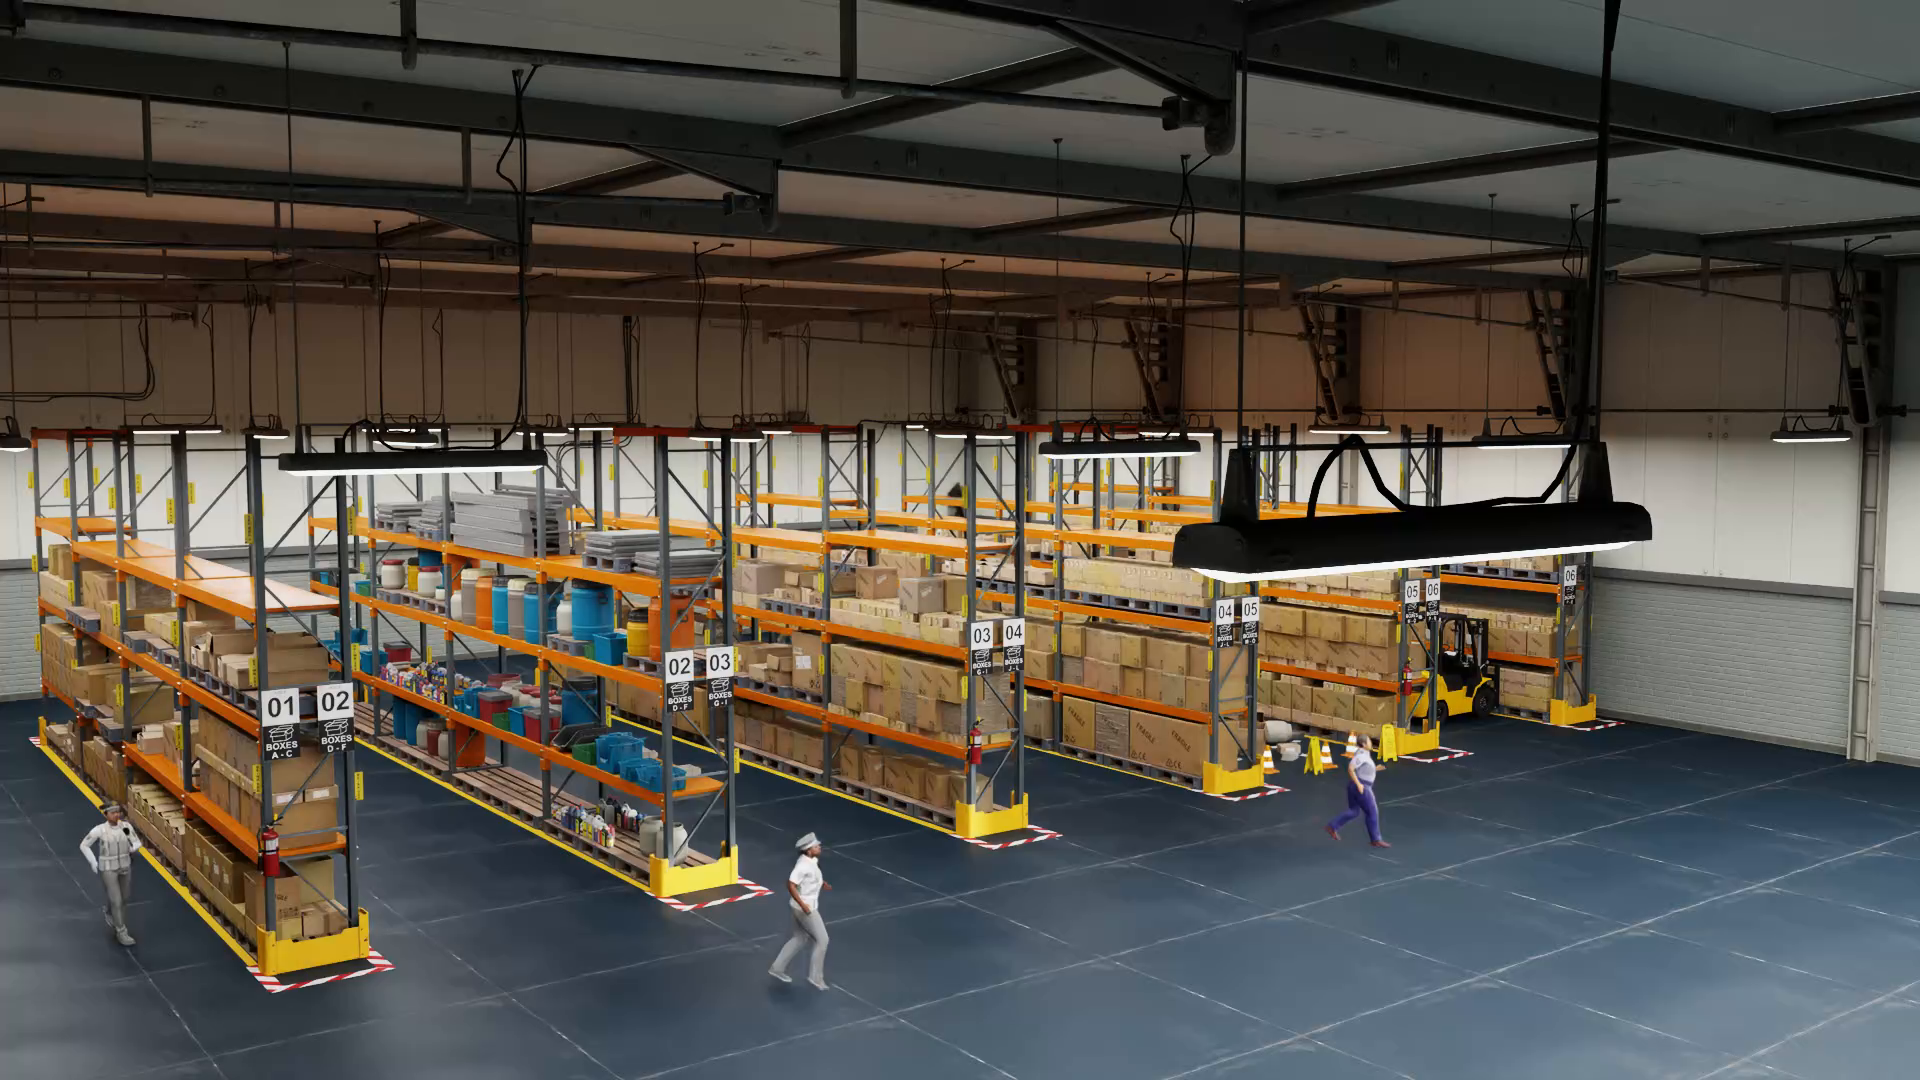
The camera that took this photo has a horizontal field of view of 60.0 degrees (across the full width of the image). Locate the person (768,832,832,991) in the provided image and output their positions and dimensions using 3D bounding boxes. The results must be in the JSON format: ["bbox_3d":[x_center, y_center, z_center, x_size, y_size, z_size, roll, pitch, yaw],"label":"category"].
[{"bbox_3d":[-1.745,4.070,18.203,0.693,1.773,0.601,-1,5,-9],"label":"person"}]

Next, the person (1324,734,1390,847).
[{"bbox_3d":[5.749,3.604,23.984,0.936,1.638,0.604,0,4,2],"label":"person"}]

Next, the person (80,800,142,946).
[{"bbox_3d":[-10.077,3.916,19.816,0.927,1.673,0.618,4,6,39],"label":"person"}]

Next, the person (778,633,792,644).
[{"bbox_3d":[-4.342,2.233,41.819,0.795,1.673,0.588,2,5,29],"label":"person"}]
